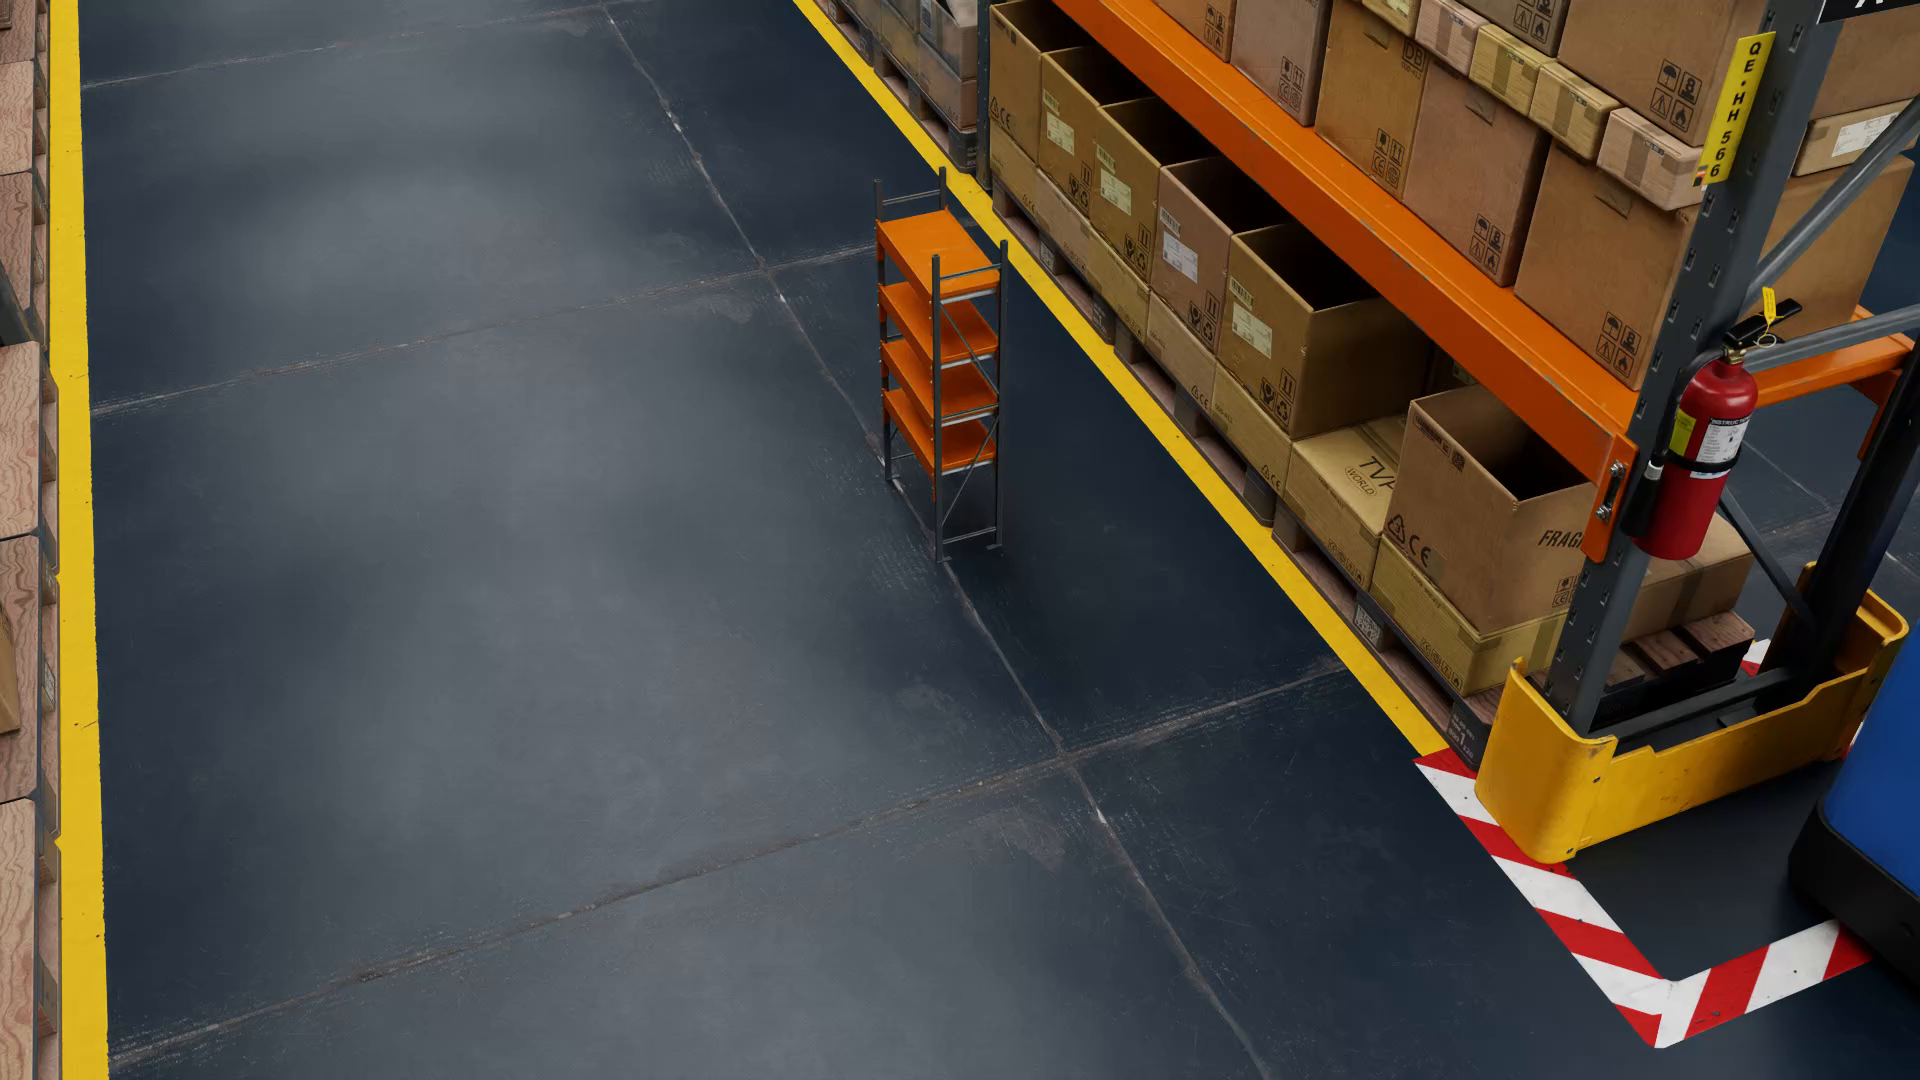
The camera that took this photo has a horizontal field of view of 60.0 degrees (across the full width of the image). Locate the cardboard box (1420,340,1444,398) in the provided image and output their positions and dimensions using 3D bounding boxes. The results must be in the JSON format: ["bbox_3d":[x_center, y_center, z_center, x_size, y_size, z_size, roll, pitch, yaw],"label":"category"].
[{"bbox_3d":[1.693,-0.853,5.652,0.500,0.500,0.500,-15,43,-17],"label":"cardboard box"}]

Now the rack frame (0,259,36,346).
[{"bbox_3d":[-4.017,-1.646,5.363,1.000,3.000,0.127,-15,43,-17],"label":"rack frame"}]

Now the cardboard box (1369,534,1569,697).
[{"bbox_3d":[1.610,0.160,5.050,0.500,0.250,0.500,-15,43,-17],"label":"cardboard box"}]

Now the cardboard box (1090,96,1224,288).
[{"bbox_3d":[0.829,-1.325,6.202,0.500,0.500,0.500,-15,43,-17],"label":"cardboard box"}]

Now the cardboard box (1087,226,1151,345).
[{"bbox_3d":[0.828,-1.041,6.446,0.500,0.250,0.500,-15,43,-17],"label":"cardboard box"}]

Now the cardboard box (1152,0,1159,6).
[{"bbox_3d":[0.941,-2.340,6.094,0.700,0.500,0.500,-16,43,-17],"label":"cardboard box"}]

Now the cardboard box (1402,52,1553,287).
[{"bbox_3d":[1.716,-1.112,4.666,0.700,0.500,0.500,-14,43,-16],"label":"cardboard box"}]

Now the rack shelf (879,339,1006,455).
[{"bbox_3d":[-0.063,-0.504,5.519,0.258,0.148,0.480,-15,43,-17],"label":"rack shelf"}]

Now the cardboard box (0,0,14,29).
[{"bbox_3d":[-5.224,-2.854,8.348,0.700,0.500,0.500,-15,43,-16],"label":"cardboard box"}]

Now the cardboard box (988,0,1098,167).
[{"bbox_3d":[0.446,-1.927,6.902,0.500,0.500,0.500,-15,43,-17],"label":"cardboard box"}]

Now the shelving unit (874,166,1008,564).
[{"bbox_3d":[-0.063,-0.555,5.475,0.258,1.200,0.503,-15,43,-17],"label":"shelving unit"}]

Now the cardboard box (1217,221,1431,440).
[{"bbox_3d":[1.212,-0.723,5.502,0.500,0.500,0.500,-15,43,-17],"label":"cardboard box"}]

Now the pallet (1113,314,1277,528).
[{"bbox_3d":[1.294,-0.601,6.287,1.003,0.211,1.213,-15,43,-17],"label":"pallet"}]

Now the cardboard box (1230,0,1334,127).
[{"bbox_3d":[1.327,-1.728,5.383,0.700,0.500,0.500,-14,43,-16],"label":"cardboard box"}]

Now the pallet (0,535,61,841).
[{"bbox_3d":[-3.257,0.543,4.956,1.003,0.211,1.213,-15,43,-17],"label":"pallet"}]

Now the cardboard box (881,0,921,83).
[{"bbox_3d":[-0.060,-2.483,8.124,0.500,0.250,0.500,-16,43,-18],"label":"cardboard box"}]

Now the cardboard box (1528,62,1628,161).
[{"bbox_3d":[1.665,-1.098,4.152,0.380,0.149,0.250,-14,43,-16],"label":"cardboard box"}]

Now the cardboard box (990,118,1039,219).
[{"bbox_3d":[0.455,-1.646,7.150,0.500,0.250,0.500,-15,43,-17],"label":"cardboard box"}]

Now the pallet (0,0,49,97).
[{"bbox_3d":[-5.250,-2.527,8.527,1.003,0.211,1.213,-15,43,-17],"label":"pallet"}]

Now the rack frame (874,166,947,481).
[{"bbox_3d":[-0.157,-0.702,5.646,0.240,1.200,0.015,-15,43,-17],"label":"rack frame"}]

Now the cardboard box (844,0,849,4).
[{"bbox_3d":[-0.450,-3.098,8.839,0.500,0.250,0.500,-14,43,-16],"label":"cardboard box"}]

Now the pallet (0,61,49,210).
[{"bbox_3d":[-4.787,-1.793,7.673,1.003,0.211,1.213,-15,43,-17],"label":"pallet"}]

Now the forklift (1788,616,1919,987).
[{"bbox_3d":[3.817,-0.365,3.926,3.031,2.935,1.130,-21,45,-22],"label":"forklift"}]

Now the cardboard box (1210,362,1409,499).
[{"bbox_3d":[1.215,-0.439,5.747,0.500,0.250,0.500,-15,43,-17],"label":"cardboard box"}]

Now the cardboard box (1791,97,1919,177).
[{"bbox_3d":[2.137,-1.048,4.094,0.380,0.149,0.250,-15,43,-17],"label":"cardboard box"}]

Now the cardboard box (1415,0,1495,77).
[{"bbox_3d":[1.473,-1.404,4.508,0.380,0.149,0.250,-15,43,-16],"label":"cardboard box"}]

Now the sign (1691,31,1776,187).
[{"bbox_3d":[1.582,-0.876,3.399,0.100,0.325,0.005,-15,43,-17],"label":"sign"}]

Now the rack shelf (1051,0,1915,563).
[{"bbox_3d":[1.323,-1.406,5.637,1.077,0.370,4.000,-15,43,-17],"label":"rack shelf"}]

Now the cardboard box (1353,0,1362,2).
[{"bbox_3d":[1.269,-1.720,4.876,0.380,0.149,0.250,-14,43,-16],"label":"cardboard box"}]

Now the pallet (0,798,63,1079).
[{"bbox_3d":[-2.794,1.277,4.103,1.003,0.211,1.213,-15,43,-17],"label":"pallet"}]

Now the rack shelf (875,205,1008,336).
[{"bbox_3d":[-0.063,-0.853,5.219,0.258,0.148,0.480,-15,43,-17],"label":"rack shelf"}]

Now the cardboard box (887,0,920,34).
[{"bbox_3d":[-0.067,-2.697,7.943,0.500,0.311,0.500,-14,43,-16],"label":"cardboard box"}]

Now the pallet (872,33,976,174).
[{"bbox_3d":[0.240,-2.261,8.217,1.003,0.211,1.213,-15,43,-17],"label":"pallet"}]

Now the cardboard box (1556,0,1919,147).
[{"bbox_3d":[1.901,-1.320,3.913,0.700,0.500,0.500,-15,43,-17],"label":"cardboard box"}]
